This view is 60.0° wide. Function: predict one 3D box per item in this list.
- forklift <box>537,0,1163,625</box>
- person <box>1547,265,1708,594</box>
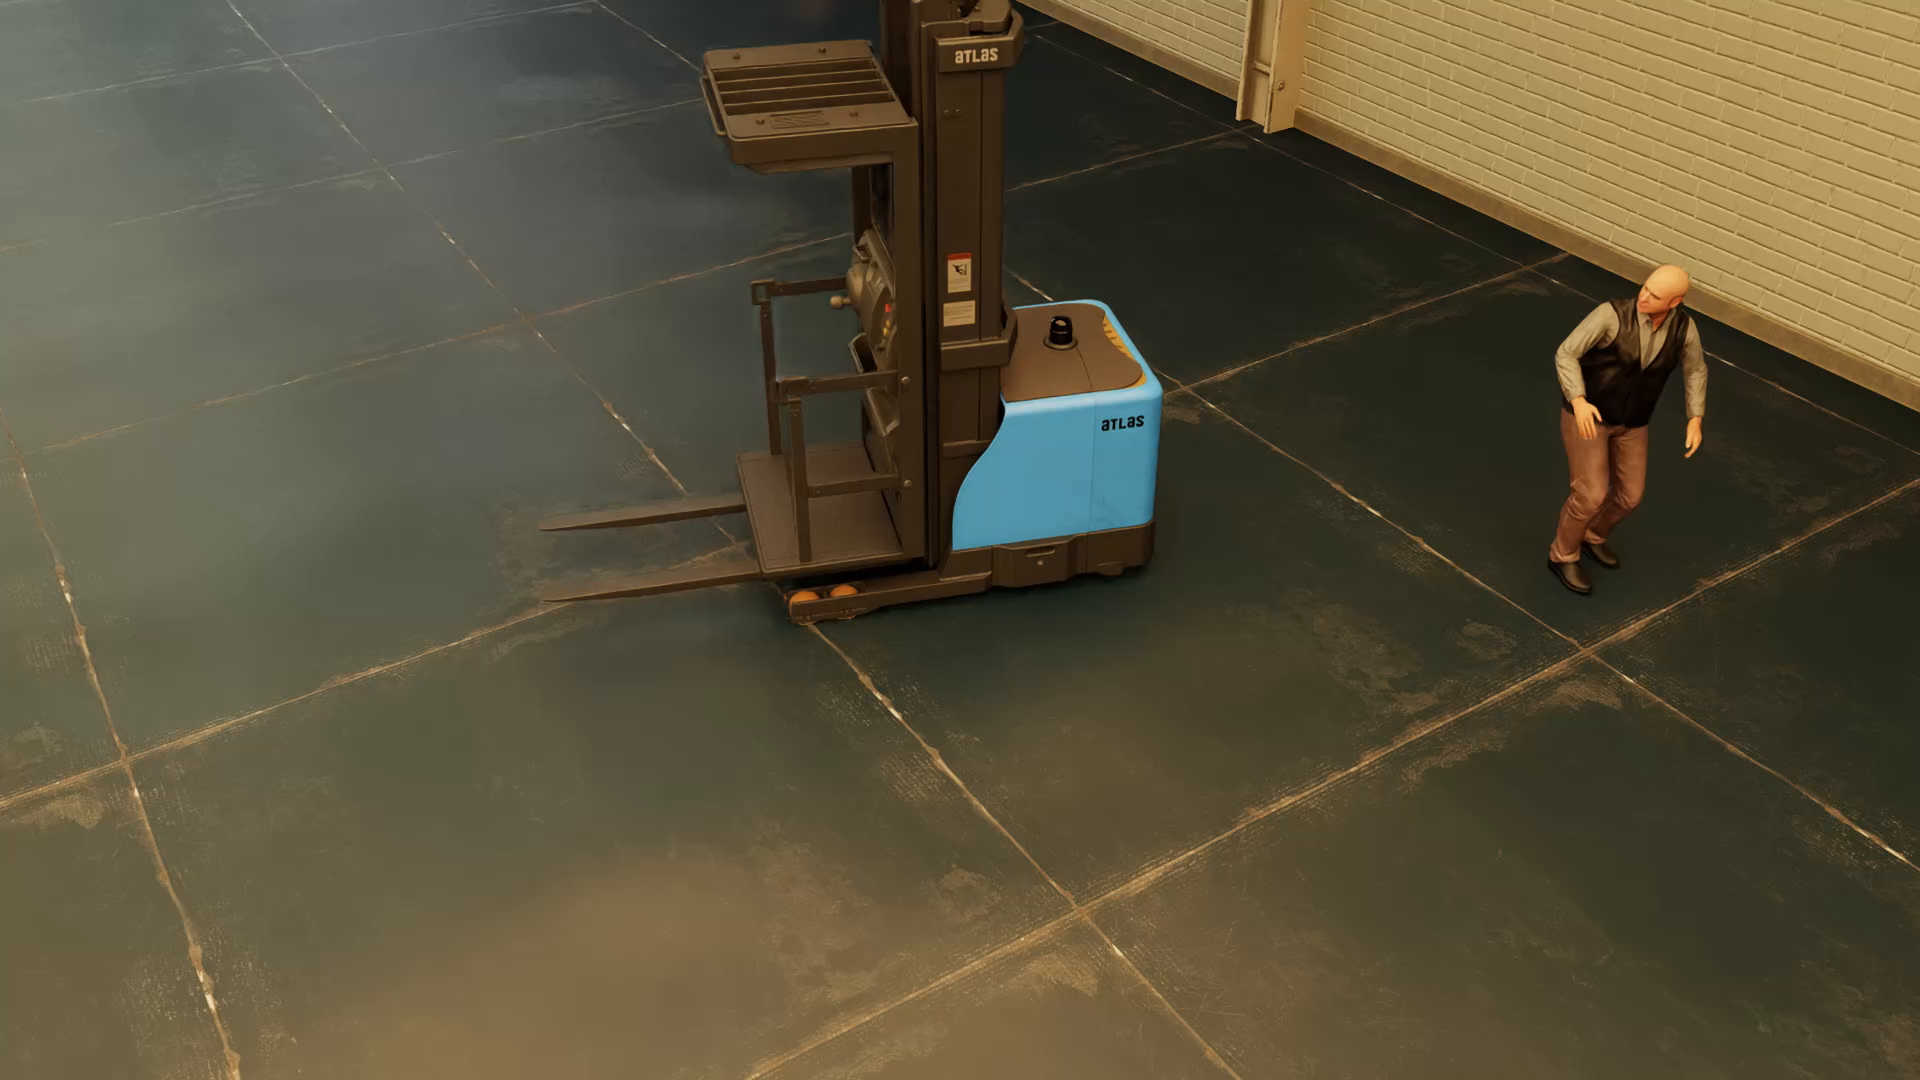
[{"bbox_3d":[-0.594,-1.118,7.739,3.031,2.935,1.130,-8,36,-11],"label":"forklift"},{"bbox_3d":[3.220,-0.561,8.048,0.737,1.683,0.519,-5,35,-8],"label":"person"}]
